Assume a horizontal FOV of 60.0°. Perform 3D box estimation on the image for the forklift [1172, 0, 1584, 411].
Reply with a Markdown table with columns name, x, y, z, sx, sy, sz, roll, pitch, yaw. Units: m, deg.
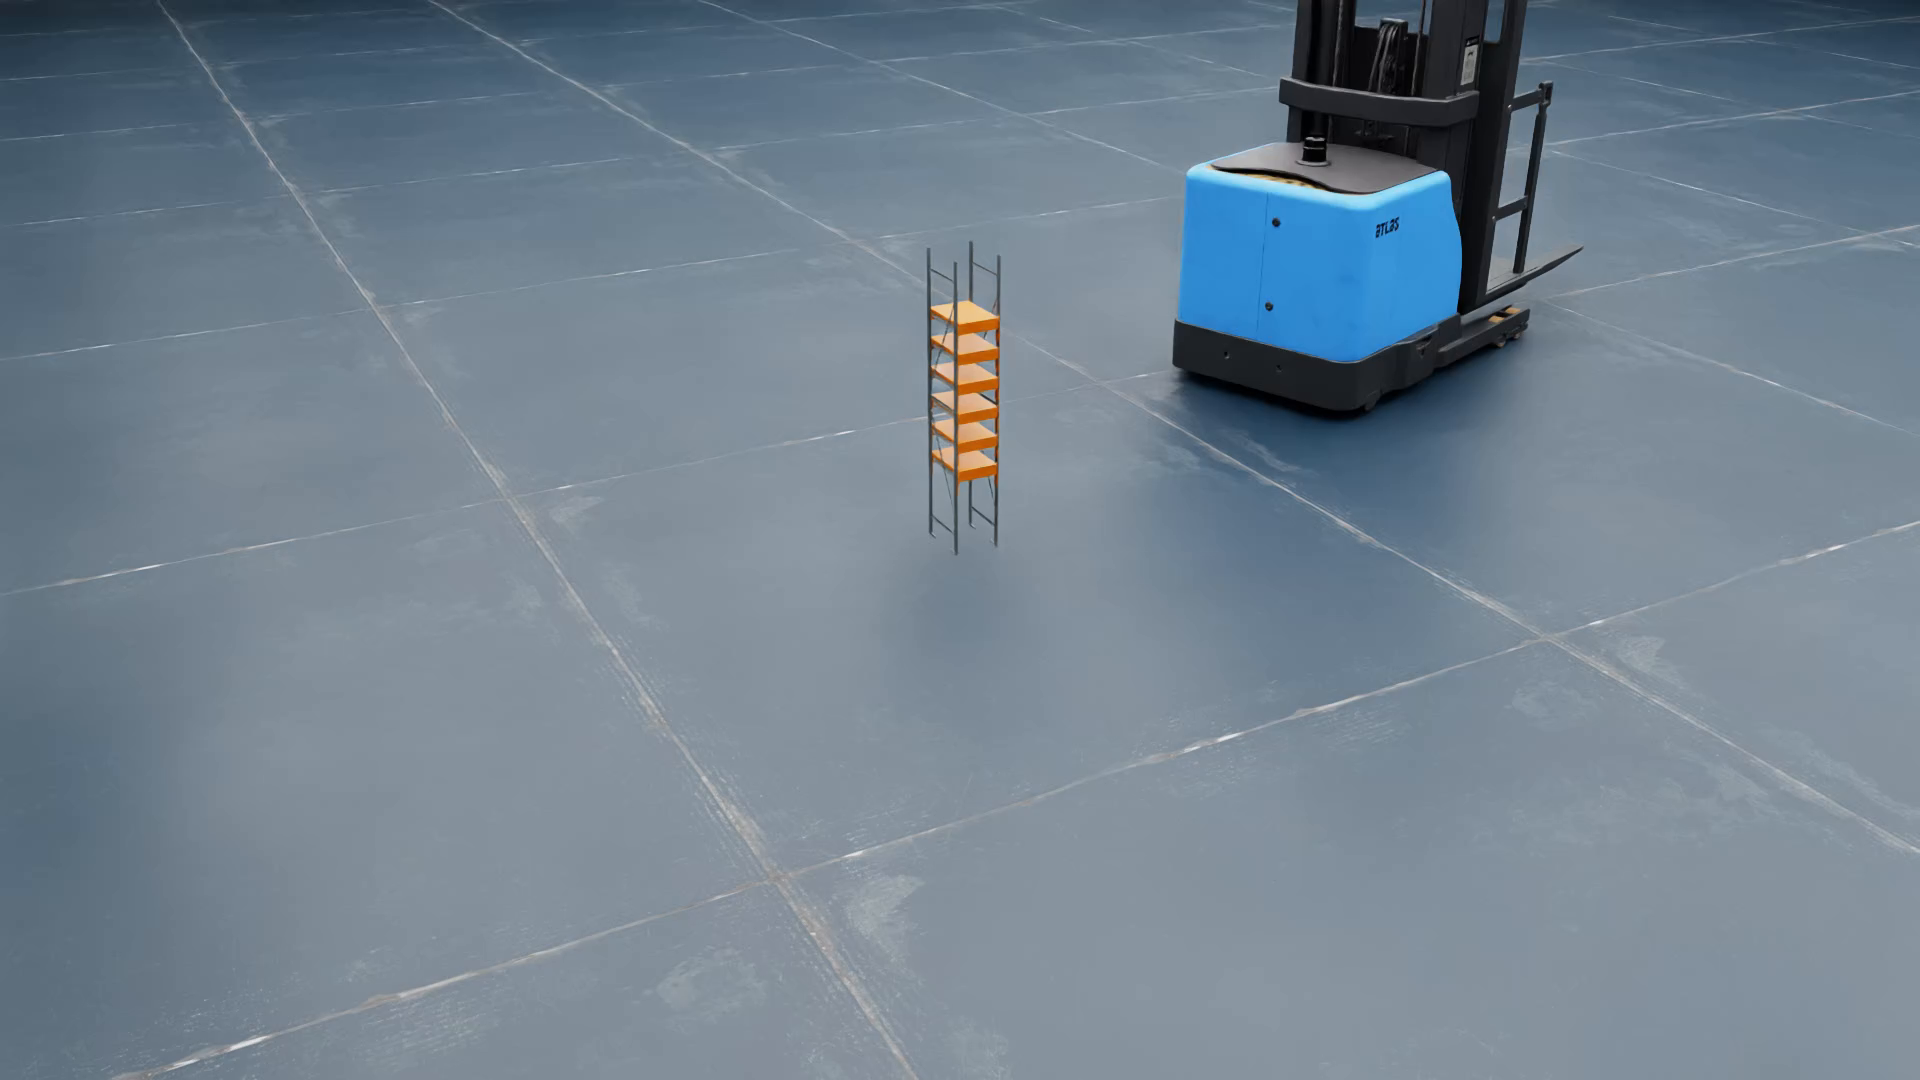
| name | x | y | z | sx | sy | sz | roll | pitch | yaw |
| --- | --- | --- | --- | --- | --- | --- | --- | --- | --- |
| forklift | 2.442 | -2.484 | 8.538 | 1.130 | 2.935 | 3.031 | 21 | 33 | 37 |

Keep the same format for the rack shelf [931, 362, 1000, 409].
| name | x | y | z | sx | sy | sz | roll | pitch | yaw |
| --- | --- | --- | --- | --- | --- | --- | --- | --- | --- |
| rack shelf | 0.013 | -0.612 | 6.464 | 0.180 | 0.103 | 0.258 | -13 | 29 | -25 |

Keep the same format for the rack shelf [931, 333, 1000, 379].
| name | x | y | z | sx | sy | sz | roll | pitch | yaw |
| --- | --- | --- | --- | --- | --- | --- | --- | --- | --- |
| rack shelf | 0.013 | -0.720 | 6.412 | 0.180 | 0.103 | 0.258 | -13 | 29 | -25 |

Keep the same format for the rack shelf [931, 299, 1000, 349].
| name | x | y | z | sx | sy | sz | roll | pitch | yaw |
| --- | --- | --- | --- | --- | --- | --- | --- | --- | --- |
| rack shelf | 0.013 | -0.828 | 6.360 | 0.180 | 0.103 | 0.258 | -13 | 29 | -25 |

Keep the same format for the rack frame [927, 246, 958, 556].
| name | x | y | z | sx | sy | sz | roll | pitch | yaw |
| --- | --- | --- | --- | --- | --- | --- | --- | --- | --- |
| rack frame | -0.068 | -0.525 | 6.458 | 0.006 | 1.200 | 0.240 | -13 | 29 | -25 |

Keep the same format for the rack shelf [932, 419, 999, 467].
| name | x | y | z | sx | sy | sz | roll | pitch | yaw |
| --- | --- | --- | --- | --- | --- | --- | --- | --- | --- |
| rack shelf | 0.013 | -0.396 | 6.568 | 0.180 | 0.103 | 0.258 | -13 | 29 | -25 |

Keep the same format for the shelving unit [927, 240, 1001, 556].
| name | x | y | z | sx | sy | sz | roll | pitch | yaw |
| --- | --- | --- | --- | --- | --- | --- | --- | --- | --- |
| shelving unit | 0.013 | -0.544 | 6.496 | 0.189 | 1.200 | 0.258 | -13 | 29 | -25 |

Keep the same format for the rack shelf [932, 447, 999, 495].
| name | x | y | z | sx | sy | sz | roll | pitch | yaw |
| --- | --- | --- | --- | --- | --- | --- | --- | --- | --- |
| rack shelf | 0.013 | -0.287 | 6.620 | 0.180 | 0.103 | 0.258 | -13 | 29 | -25 |

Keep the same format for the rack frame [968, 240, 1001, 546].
| name | x | y | z | sx | sy | sz | roll | pitch | yaw |
| --- | --- | --- | --- | --- | --- | --- | --- | --- | --- |
| rack frame | 0.094 | -0.562 | 6.535 | 0.006 | 1.200 | 0.240 | -13 | 29 | -25 |

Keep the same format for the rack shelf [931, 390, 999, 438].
| name | x | y | z | sx | sy | sz | roll | pitch | yaw |
| --- | --- | --- | --- | --- | --- | --- | --- | --- | --- |
| rack shelf | 0.013 | -0.504 | 6.516 | 0.180 | 0.103 | 0.258 | -13 | 29 | -25 |
